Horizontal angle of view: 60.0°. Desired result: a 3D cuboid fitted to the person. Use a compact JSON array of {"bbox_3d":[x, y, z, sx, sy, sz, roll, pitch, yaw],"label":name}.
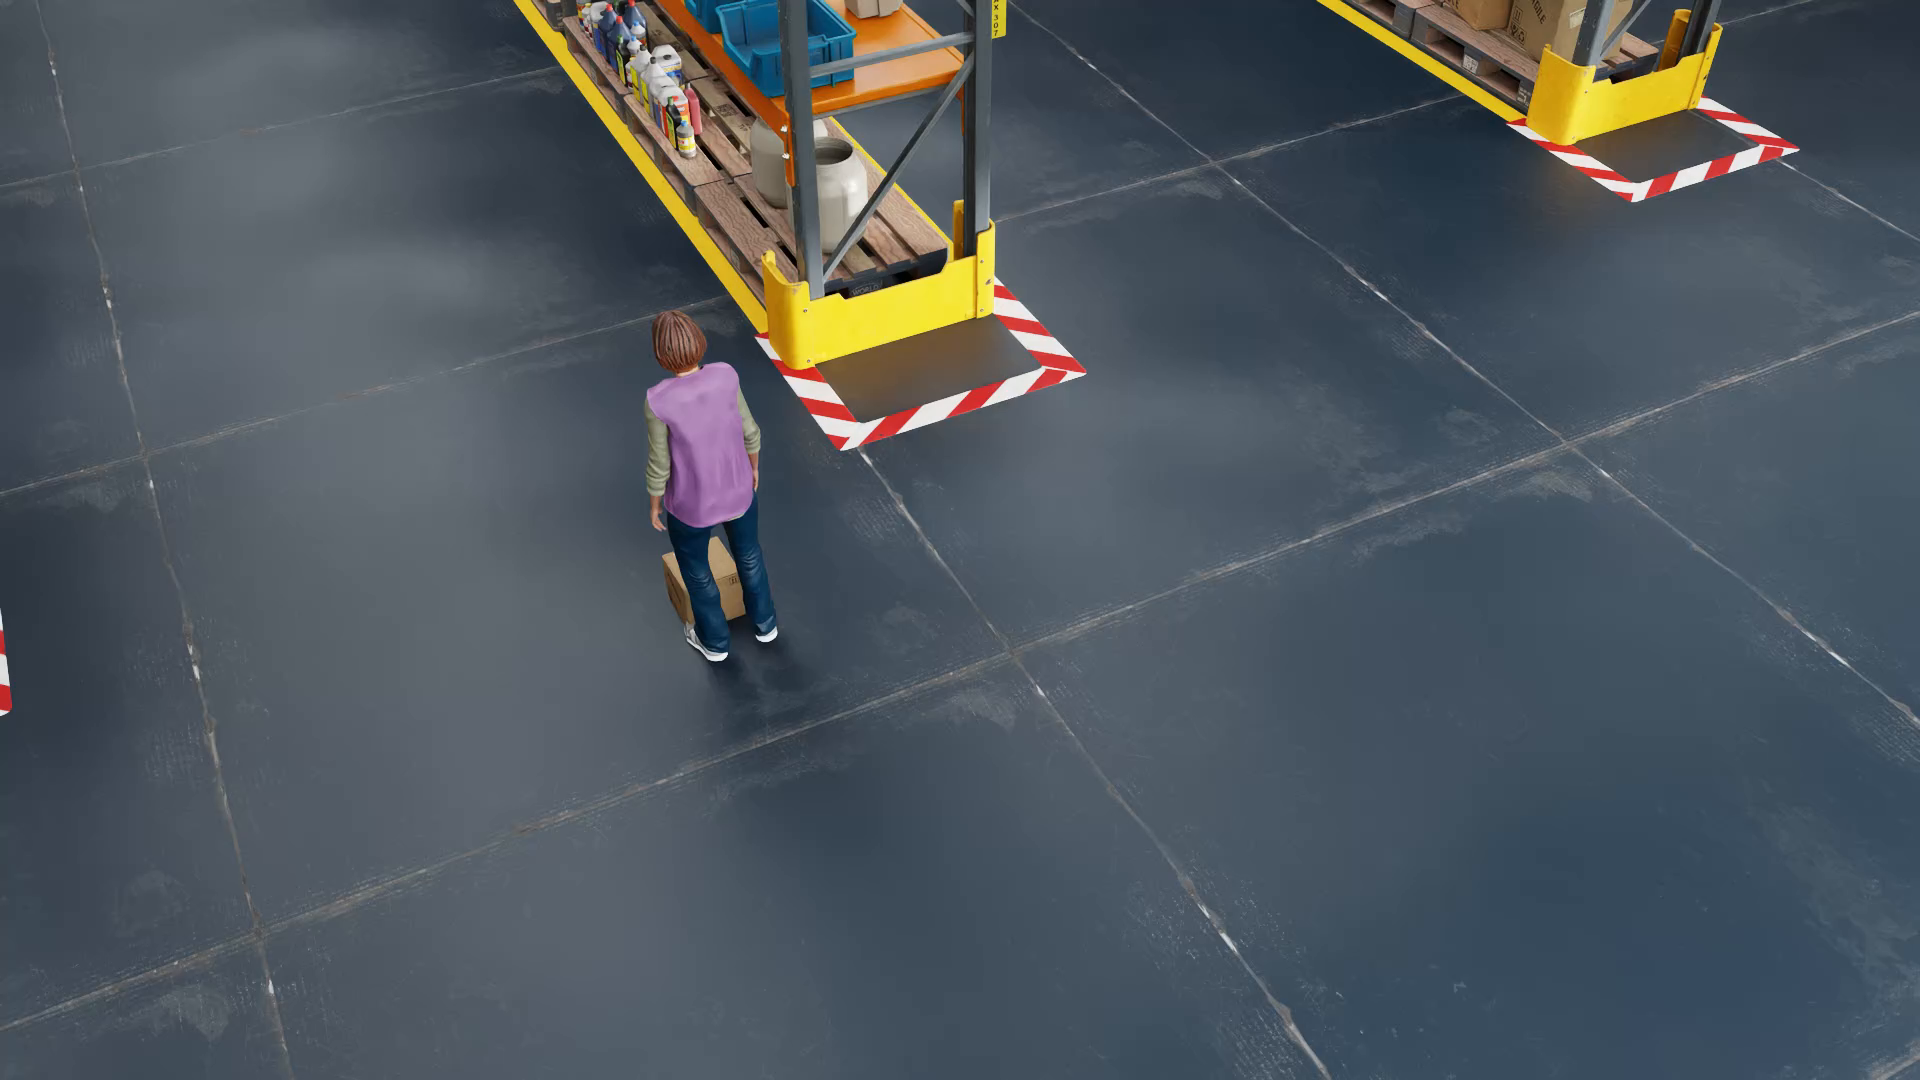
[{"bbox_3d":[-0.959,-0.174,6.361,0.485,1.593,0.342,-22,46,-22],"label":"person"}]
